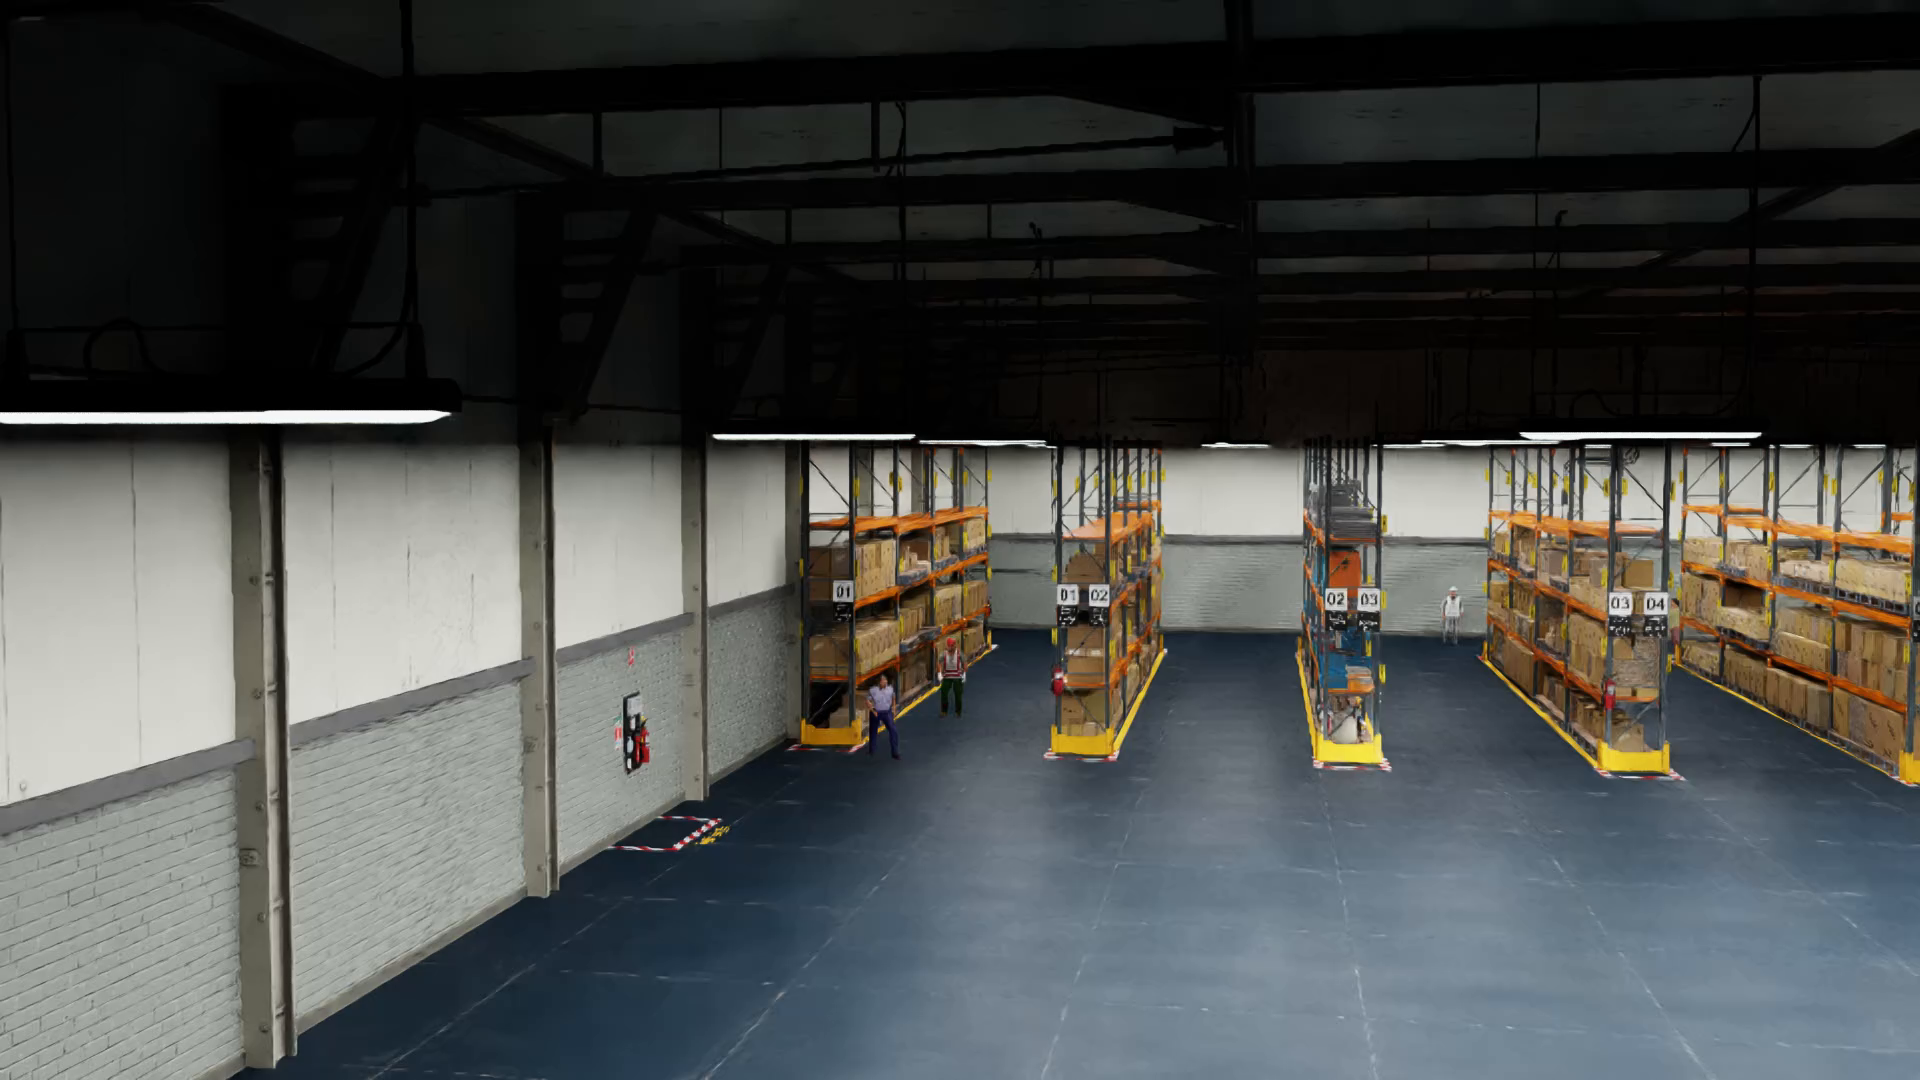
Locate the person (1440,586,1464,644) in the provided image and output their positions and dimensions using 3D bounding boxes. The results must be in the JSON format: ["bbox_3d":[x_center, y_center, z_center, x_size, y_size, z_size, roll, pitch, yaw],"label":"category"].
[{"bbox_3d":[14.502,2.220,49.000,0.677,1.724,0.569,0,3,9],"label":"person"}]

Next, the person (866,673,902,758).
[{"bbox_3d":[-1.434,3.249,30.975,0.661,1.584,0.805,0,3,-8],"label":"person"}]

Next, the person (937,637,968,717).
[{"bbox_3d":[-0.171,2.937,35.576,0.677,1.741,0.552,0,3,9],"label":"person"}]

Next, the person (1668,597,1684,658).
[{"bbox_3d":[19.706,2.411,45.686,0.374,1.666,0.571,-1,3,-21],"label":"person"}]
